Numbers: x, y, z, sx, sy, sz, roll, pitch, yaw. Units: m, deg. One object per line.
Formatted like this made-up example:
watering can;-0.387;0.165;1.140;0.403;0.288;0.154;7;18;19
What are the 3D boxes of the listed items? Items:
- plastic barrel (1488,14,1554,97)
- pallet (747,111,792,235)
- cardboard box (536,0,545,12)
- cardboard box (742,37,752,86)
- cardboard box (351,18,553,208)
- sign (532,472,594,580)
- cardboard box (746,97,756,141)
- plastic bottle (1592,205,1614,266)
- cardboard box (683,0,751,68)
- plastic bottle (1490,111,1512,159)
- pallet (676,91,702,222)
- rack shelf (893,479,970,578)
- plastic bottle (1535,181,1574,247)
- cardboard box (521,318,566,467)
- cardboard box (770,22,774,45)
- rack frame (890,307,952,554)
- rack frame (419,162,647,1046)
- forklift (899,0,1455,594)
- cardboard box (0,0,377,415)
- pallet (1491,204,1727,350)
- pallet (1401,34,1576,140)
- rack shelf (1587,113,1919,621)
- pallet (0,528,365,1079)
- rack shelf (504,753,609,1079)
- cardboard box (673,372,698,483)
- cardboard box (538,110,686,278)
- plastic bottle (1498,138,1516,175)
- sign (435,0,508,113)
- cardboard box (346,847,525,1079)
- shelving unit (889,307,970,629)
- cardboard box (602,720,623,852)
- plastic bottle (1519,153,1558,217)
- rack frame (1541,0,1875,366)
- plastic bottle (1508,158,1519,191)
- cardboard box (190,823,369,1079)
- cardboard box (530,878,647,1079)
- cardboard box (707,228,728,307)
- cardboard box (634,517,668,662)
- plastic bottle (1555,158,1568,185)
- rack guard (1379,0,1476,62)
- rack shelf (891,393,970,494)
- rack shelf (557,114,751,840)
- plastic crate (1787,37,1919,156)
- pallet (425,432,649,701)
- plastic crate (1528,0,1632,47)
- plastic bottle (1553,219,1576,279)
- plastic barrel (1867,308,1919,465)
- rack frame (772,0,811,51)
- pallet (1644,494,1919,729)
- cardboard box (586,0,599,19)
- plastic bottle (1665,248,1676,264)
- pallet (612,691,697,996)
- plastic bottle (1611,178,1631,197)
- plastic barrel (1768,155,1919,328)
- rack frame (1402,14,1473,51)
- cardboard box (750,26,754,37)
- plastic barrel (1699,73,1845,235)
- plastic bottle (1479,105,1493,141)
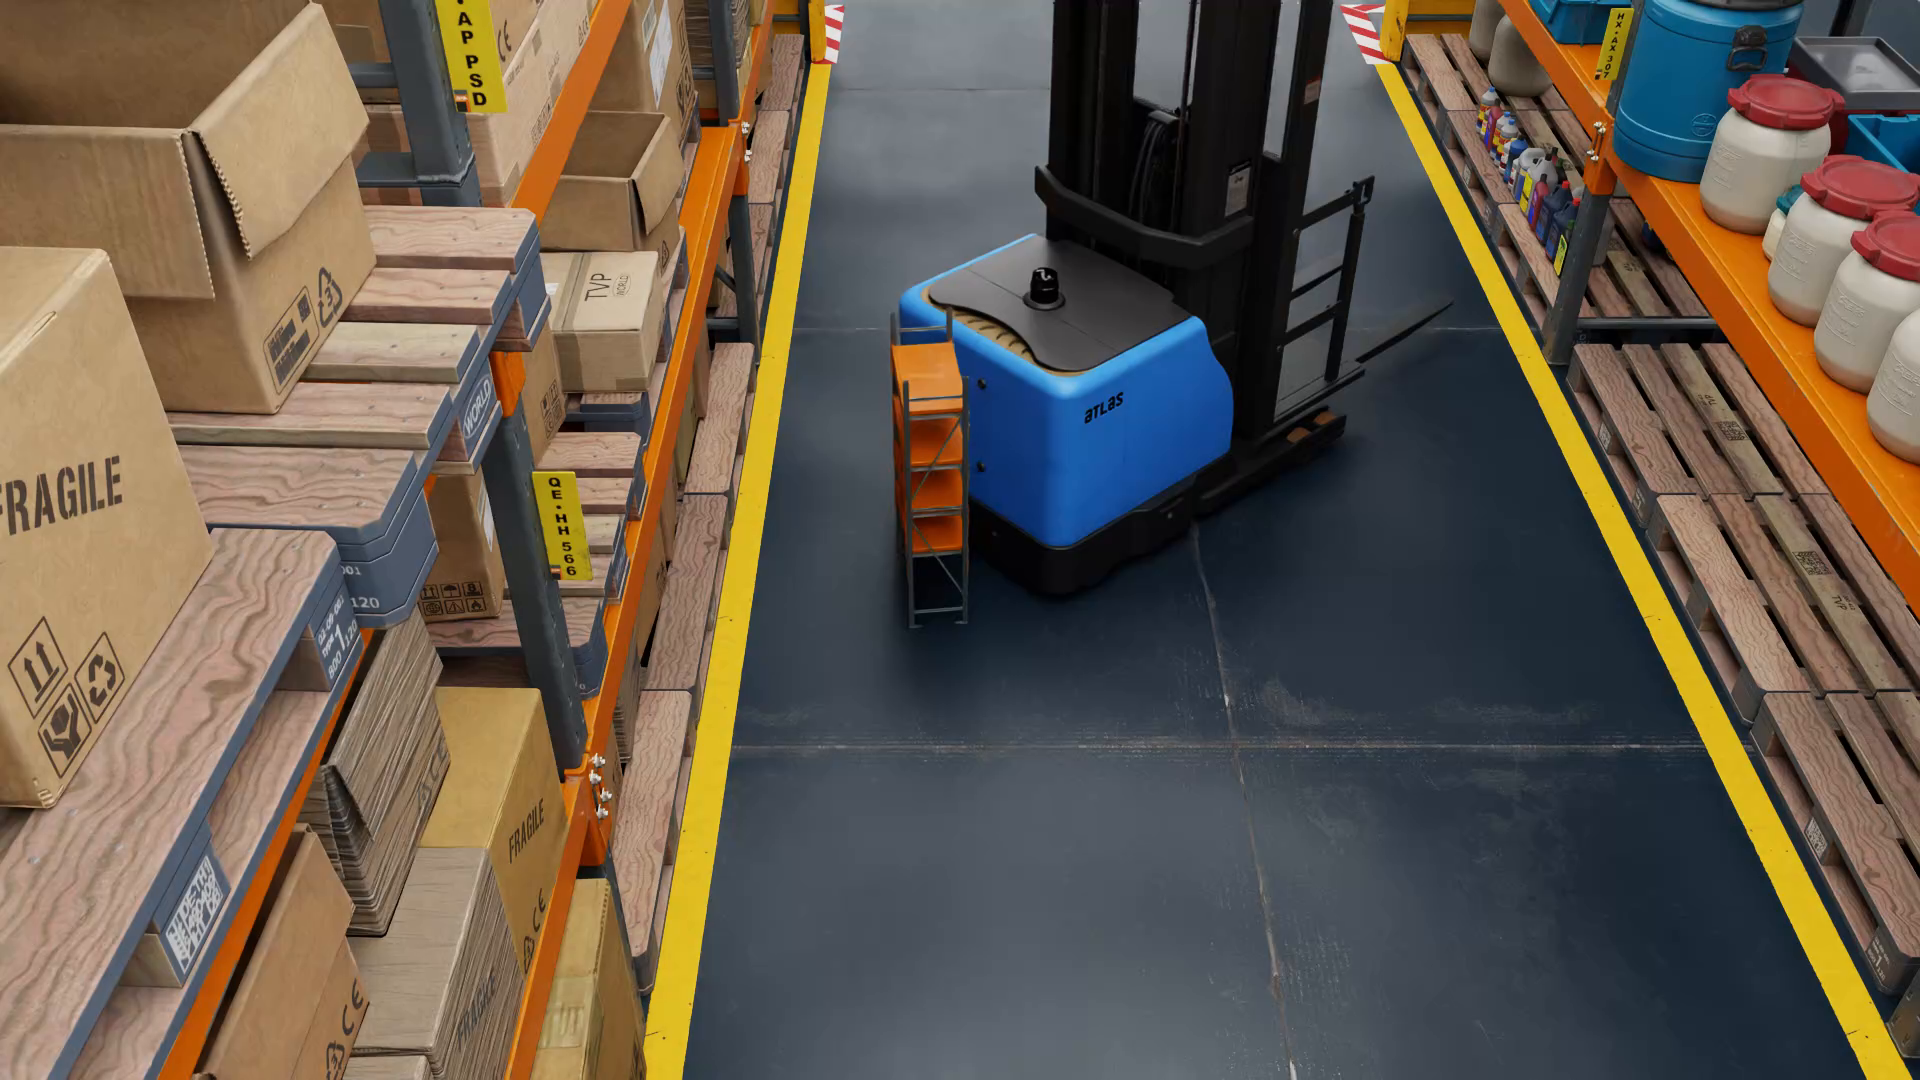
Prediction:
plastic barrel;3.522;-3.050;10.311;0.421;0.512;0.421;0;39;0
pallet;-1.545;-2.174;9.794;1.003;0.211;1.213;0;39;0
cardboard box;-1.240;-1.592;3.959;0.500;0.500;0.500;0;39;0
cardboard box;-1.191;-2.270;7.885;0.380;0.149;0.250;0;39;0
cardboard box;-1.246;-0.982;3.798;0.500;0.250;0.500;1;39;1
sign;-0.945;-0.030;3.963;0.100;0.325;0.005;0;39;0
cardboard box;-1.508;-2.611;9.773;0.500;0.500;0.500;3;39;4
plastic bottle;3.304;-1.621;8.641;0.144;0.351;0.185;0;39;0
cardboard box;-1.443;-2.514;7.670;0.875;0.500;0.500;0;39;0
plastic bottle;3.135;-2.341;9.602;0.097;0.271;0.097;0;39;0
pallet;-1.649;-1.524;6.907;1.003;0.211;1.213;0;39;0
rack shelf;-0.120;-0.062;6.793;0.258;0.148;0.480;-5;39;-6
plastic bottle;3.159;-1.741;8.791;0.144;0.351;0.185;-2;39;-2
cardboard box;-1.641;-0.465;5.016;0.700;0.500;0.500;5;39;7
cardboard box;-1.525;-3.376;10.728;0.500;0.500;0.500;7;39;8
rack frame;-0.151;-0.421;6.816;0.240;1.200;0.015;-5;39;-6
rack frame;-1.500;0.424;4.322;1.000;3.000;0.127;0;39;0
forklift;1.165;-1.715;7.046;3.031;2.935;1.130;-30;47;-32
cardboard box;-1.427;-0.569;2.744;0.797;0.503;0.637;2;39;3
pallet;3.489;-1.413;8.844;1.003;0.211;1.213;0;39;0
pallet;3.486;-2.938;10.748;1.003;0.211;1.213;0;39;0
rack shelf;3.451;-0.549;6.112;1.077;0.370;4.000;0;39;0
pallet;-1.442;0.429;2.068;1.003;0.211;1.213;2;39;2
rack shelf;-1.498;1.956;2.986;1.077;0.370;4.000;0;39;0
cardboard box;-1.544;-0.591;7.236;0.700;0.500;0.500;0;39;0
cardboard box;-1.410;-1.197;5.927;0.797;0.503;0.637;4;39;5
plastic bottle;3.135;-2.189;9.469;0.097;0.201;0.097;0;39;0
sign;-0.945;-0.974;3.192;0.100;0.325;0.005;0;39;0
cardboard box;-1.257;1.005;3.517;0.500;0.500;0.500;0;39;0
shelving unit;-0.120;-0.270;6.627;0.258;1.200;0.503;-5;39;-6
cardboard box;-1.521;0.809;5.489;0.700;0.500;0.500;-2;39;-2
plastic bottle;3.159;-1.943;9.043;0.144;0.351;0.185;0;39;0
rack frame;3.448;-2.081;7.448;1.000;3.000;0.127;0;39;0
plastic bottle;3.135;-2.060;9.308;0.097;0.201;0.097;0;39;0
cardboard box;-1.517;0.859;2.898;0.797;0.503;0.637;1;39;1
cardboard box;-1.520;1.521;4.317;1.225;0.875;0.875;-2;39;-2
cardboard box;-1.465;-1.516;8.406;0.500;0.500;0.500;-1;39;-1
cardboard box;-1.542;0.108;6.364;0.700;0.500;0.500;3;39;4
plastic bottle;3.261;-1.933;9.084;0.061;0.283;0.133;0;39;0
rack guard;3.491;-3.559;11.292;1.175;0.500;0.348;0;39;0
rack shelf;-0.120;-0.392;6.529;0.258;0.148;0.480;-5;39;-6
rack shelf;-1.502;-0.546;6.108;1.077;0.370;4.000;0;39;0
plastic crate;3.755;-1.803;7.050;0.402;0.464;0.583;0;39;0
pallet;-1.607;0.054;4.938;1.213;0.211;1.003;0;39;0
plastic crate;3.176;-2.715;8.358;0.499;0.251;0.616;0;39;0
plastic bottle;3.118;-1.493;8.535;0.061;0.283;0.133;2;39;2
plastic barrel;3.238;-0.530;5.423;0.421;0.512;0.421;0;39;0
rack frame;-1.509;-4.579;10.565;1.000;3.000;0.127;0;39;0
pallet;3.492;0.263;6.753;1.003;0.211;1.213;0;39;0
cardboard box;-1.256;-1.624;4.600;0.500;0.250;0.500;1;39;1
plastic bottle;3.752;-1.594;8.660;0.061;0.283;0.133;0;39;0
pallet;-1.499;1.024;5.804;1.003;0.211;1.213;0;39;0
plastic bottle;3.714;-2.063;9.251;0.152;0.276;0.135;0;39;0
plastic barrel;3.231;-1.077;6.086;0.433;0.535;0.433;0;39;0
rack frame;3.444;-4.582;10.569;1.000;3.000;0.127;0;39;0
cardboard box;-1.229;-2.583;8.275;0.380;0.149;0.250;0;39;0
plastic barrel;3.230;-1.535;6.659;0.433;0.535;0.433;0;39;0
plastic bottle;3.134;-2.463;9.811;0.097;0.201;0.097;0;39;0
